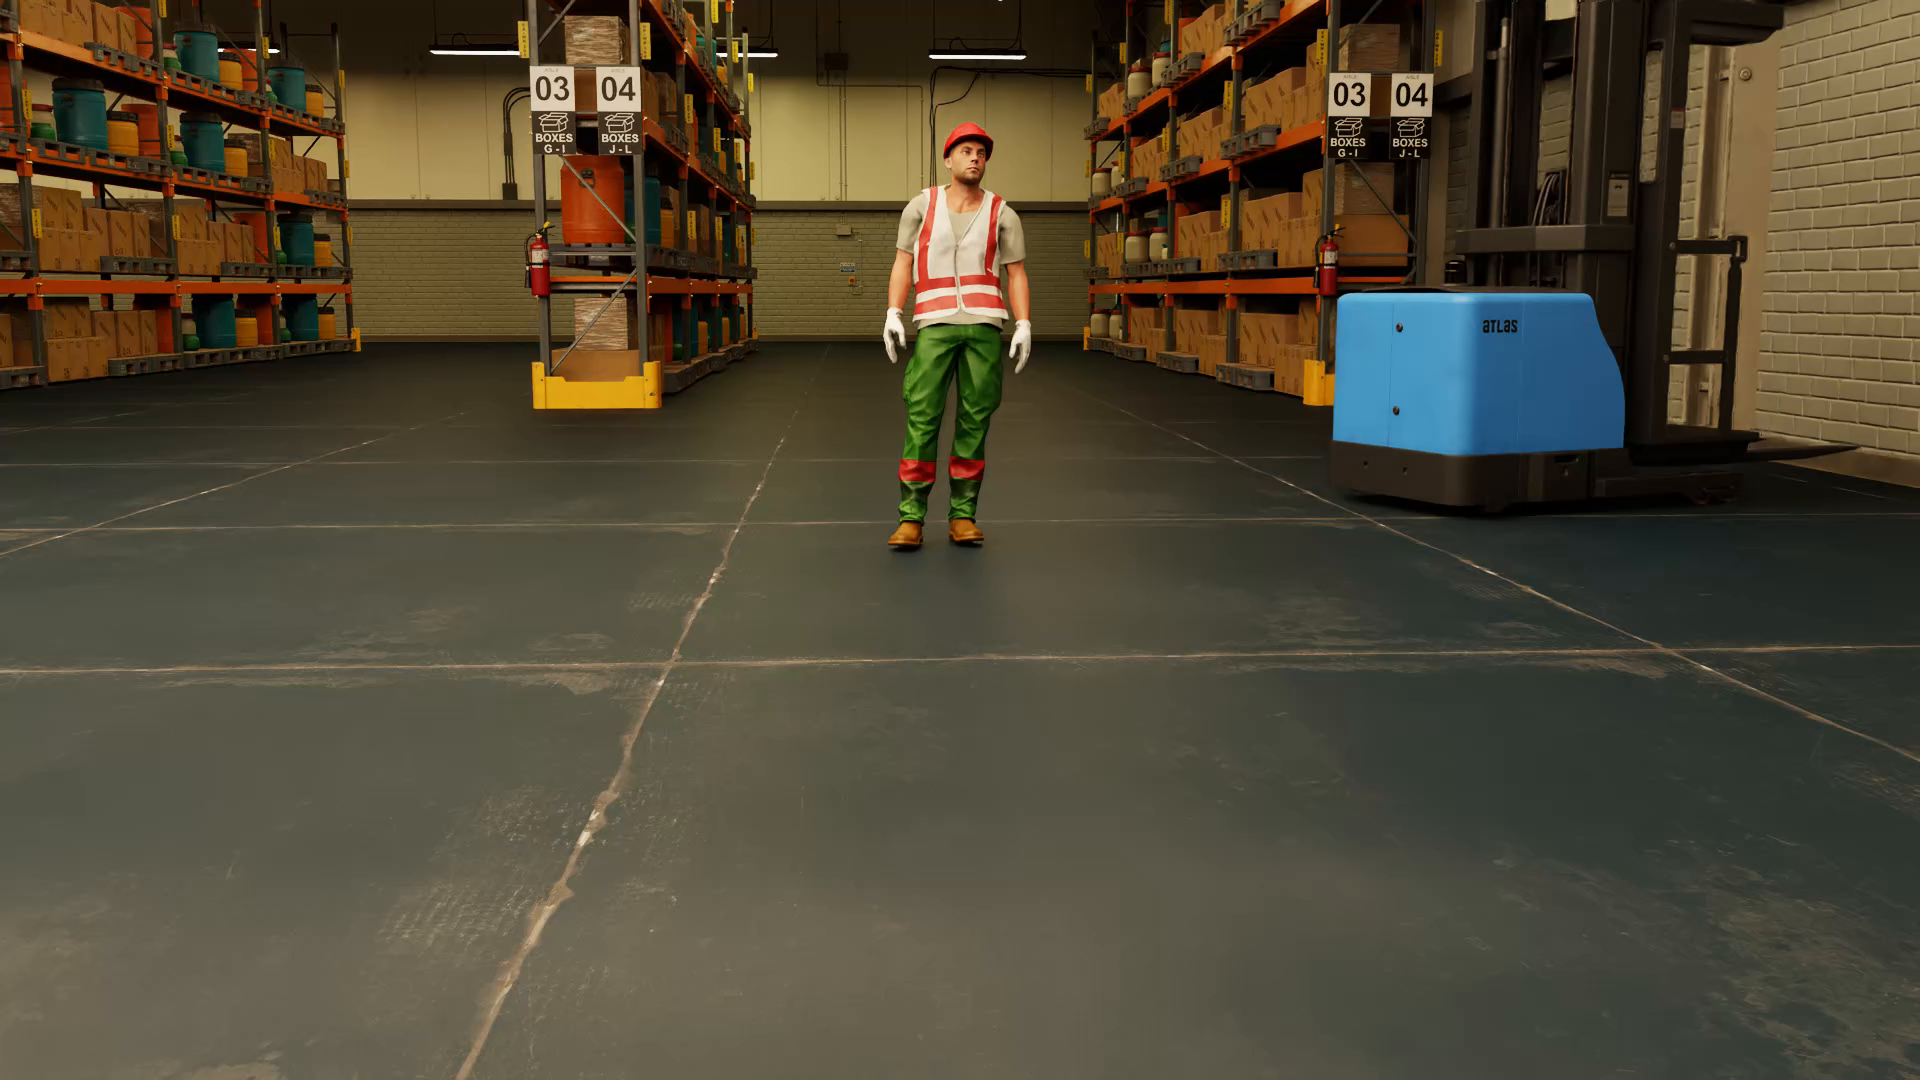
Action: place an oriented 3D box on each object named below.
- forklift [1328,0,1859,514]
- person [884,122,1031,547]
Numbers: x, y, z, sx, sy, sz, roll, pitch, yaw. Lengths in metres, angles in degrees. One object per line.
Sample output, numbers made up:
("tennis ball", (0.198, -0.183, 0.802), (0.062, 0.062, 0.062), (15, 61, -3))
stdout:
("forklift", (3.499, -1.697, 8.757), (3.031, 2.935, 1.130), (-4, 9, -25))
("person", (-0.007, -0.880, 7.098), (0.638, 1.787, 0.564), (-1, 8, -4))
